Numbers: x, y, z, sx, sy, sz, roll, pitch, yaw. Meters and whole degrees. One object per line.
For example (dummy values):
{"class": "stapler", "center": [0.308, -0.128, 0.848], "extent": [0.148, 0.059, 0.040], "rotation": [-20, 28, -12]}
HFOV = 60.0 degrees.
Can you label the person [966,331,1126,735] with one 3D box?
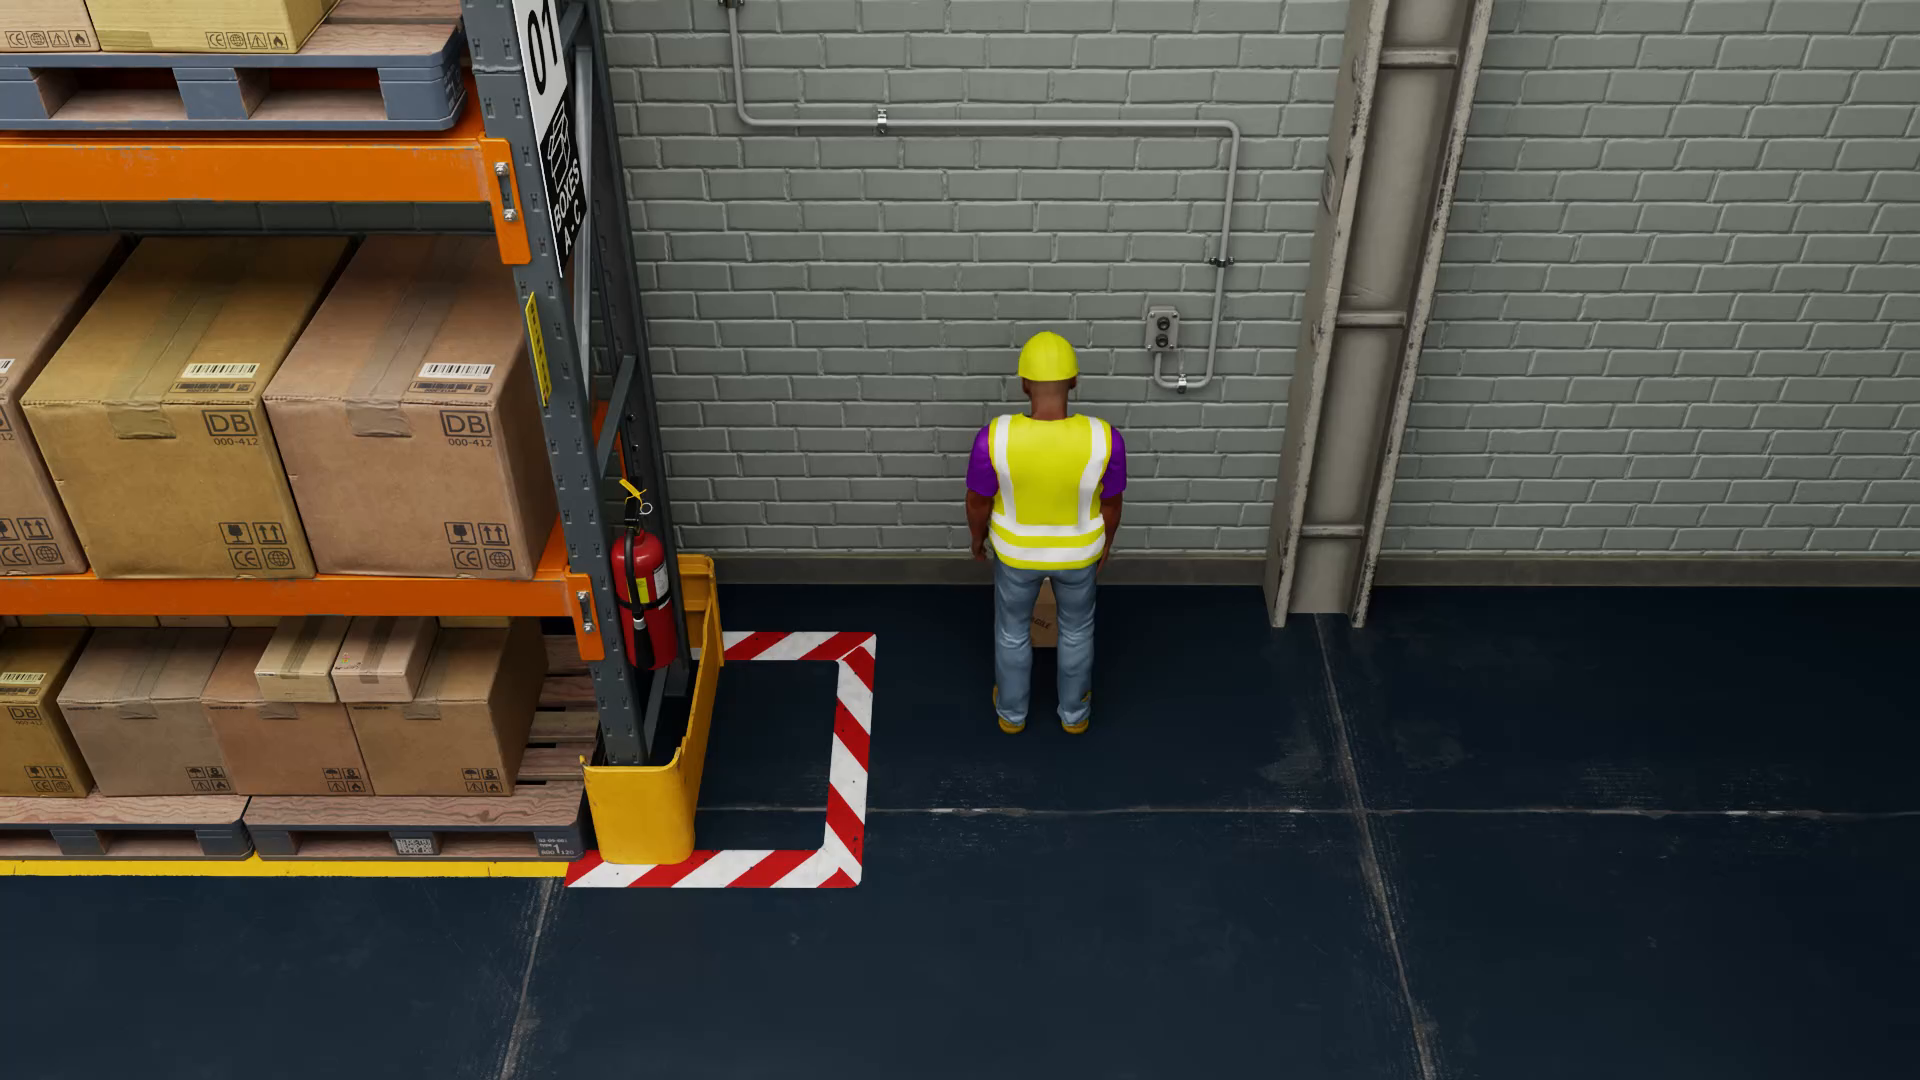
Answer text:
{"class": "person", "center": [0.305, 0.011, 6.127], "extent": [0.568, 1.759, 0.368], "rotation": [1, 39, 1]}
